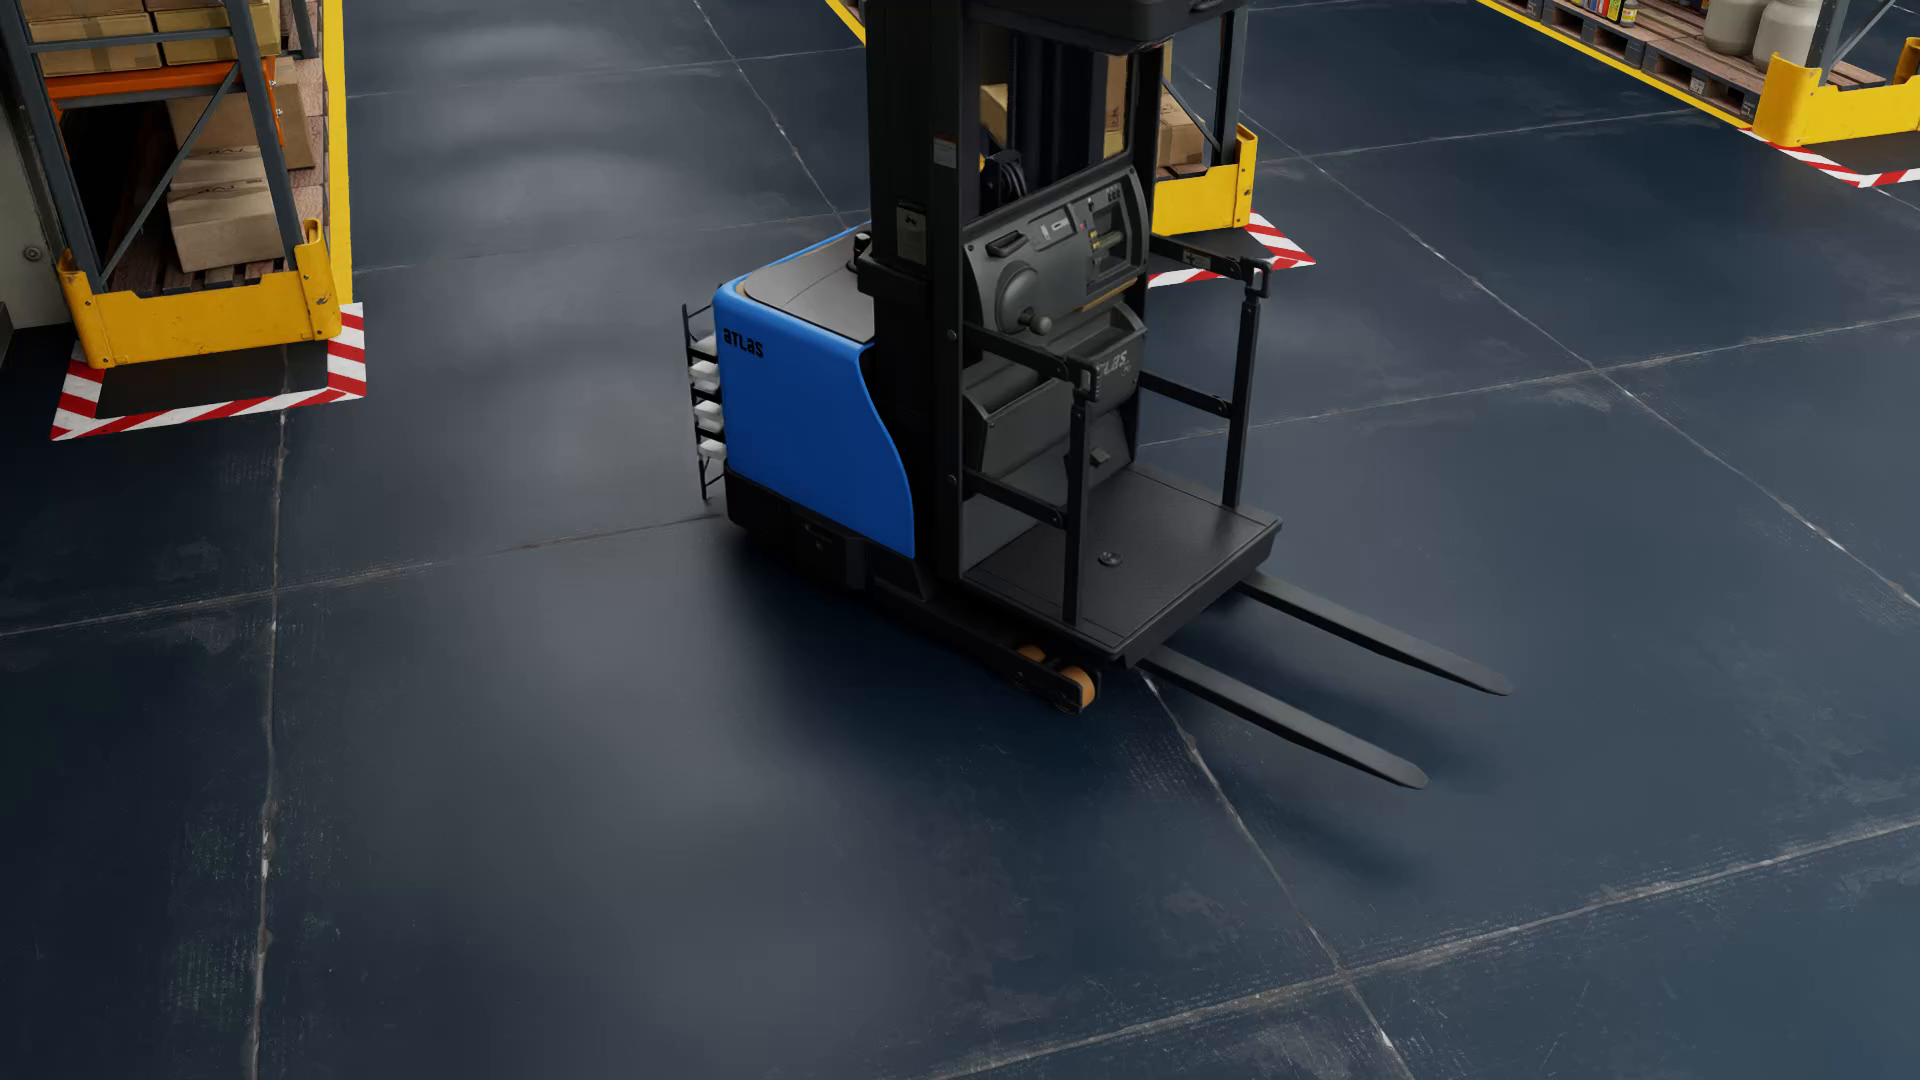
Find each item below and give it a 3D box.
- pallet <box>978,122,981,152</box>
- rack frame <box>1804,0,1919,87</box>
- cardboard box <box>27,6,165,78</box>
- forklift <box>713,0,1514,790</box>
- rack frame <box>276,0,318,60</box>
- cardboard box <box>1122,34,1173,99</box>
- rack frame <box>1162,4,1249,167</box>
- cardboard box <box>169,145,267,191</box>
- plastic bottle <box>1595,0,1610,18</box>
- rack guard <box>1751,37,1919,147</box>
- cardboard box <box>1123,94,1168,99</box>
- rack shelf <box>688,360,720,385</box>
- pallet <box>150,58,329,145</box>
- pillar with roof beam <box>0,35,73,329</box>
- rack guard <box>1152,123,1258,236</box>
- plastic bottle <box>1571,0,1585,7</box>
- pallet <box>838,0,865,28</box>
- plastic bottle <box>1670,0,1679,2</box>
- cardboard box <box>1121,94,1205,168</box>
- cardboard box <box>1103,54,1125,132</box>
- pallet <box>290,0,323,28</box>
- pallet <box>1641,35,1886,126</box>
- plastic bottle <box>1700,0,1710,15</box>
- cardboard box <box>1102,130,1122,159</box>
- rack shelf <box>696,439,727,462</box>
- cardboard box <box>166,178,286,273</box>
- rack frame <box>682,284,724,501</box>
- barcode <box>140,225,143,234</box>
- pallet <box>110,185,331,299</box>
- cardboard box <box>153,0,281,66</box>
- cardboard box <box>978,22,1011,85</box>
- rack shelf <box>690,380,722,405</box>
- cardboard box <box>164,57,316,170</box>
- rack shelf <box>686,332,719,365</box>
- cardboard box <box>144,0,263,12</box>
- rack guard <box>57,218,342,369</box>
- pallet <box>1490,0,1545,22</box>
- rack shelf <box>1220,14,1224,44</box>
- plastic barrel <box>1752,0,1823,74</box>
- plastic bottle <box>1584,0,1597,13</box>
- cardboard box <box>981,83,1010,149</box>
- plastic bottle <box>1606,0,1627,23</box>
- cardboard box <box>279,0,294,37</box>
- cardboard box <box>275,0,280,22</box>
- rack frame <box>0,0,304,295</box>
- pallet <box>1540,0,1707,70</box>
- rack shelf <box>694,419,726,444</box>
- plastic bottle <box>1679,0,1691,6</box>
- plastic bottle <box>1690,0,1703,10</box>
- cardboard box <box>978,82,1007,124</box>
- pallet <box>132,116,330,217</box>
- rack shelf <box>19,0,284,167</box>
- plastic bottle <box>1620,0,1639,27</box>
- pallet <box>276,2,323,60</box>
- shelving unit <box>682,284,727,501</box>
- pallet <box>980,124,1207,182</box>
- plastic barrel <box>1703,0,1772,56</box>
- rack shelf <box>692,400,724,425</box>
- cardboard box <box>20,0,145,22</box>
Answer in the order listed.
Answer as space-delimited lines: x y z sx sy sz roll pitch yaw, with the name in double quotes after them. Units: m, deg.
0.410 -2.919 10.976 1.003 0.211 1.213 -10 35 -15 "pallet"
5.770 -3.879 9.900 1.000 3.000 0.127 -10 35 -15 "rack frame"
-3.992 -2.372 7.737 0.500 0.250 0.500 -10 35 -14 "cardboard box"
0.501 -0.944 5.521 3.031 2.935 1.130 25 41 33 "forklift"
-4.885 -4.314 10.557 1.000 3.000 0.127 -10 35 -15 "rack frame"
0.945 -2.970 9.957 0.500 0.500 0.500 -10 35 -15 "cardboard box"
1.051 -3.048 8.642 1.000 3.000 0.127 -10 35 -15 "rack frame"
-3.964 -1.953 9.024 0.500 0.311 0.500 -7 34 -11 "cardboard box"
4.741 -3.954 12.085 0.152 0.276 0.135 -10 35 -14 "plastic bottle"
5.702 -2.869 10.638 1.175 0.500 0.348 -10 35 -15 "rack guard"
0.944 -2.657 10.164 0.500 0.250 0.500 -10 35 -15 "cardboard box"
-0.933 -0.687 6.705 0.200 0.077 0.258 20 39 29 "rack shelf"
-4.647 -2.803 10.801 1.003 0.211 1.213 -10 35 -15 "pallet"
-0.603 -5.662 7.157 9.100 9.000 0.400 -10 35 -15 "pillar with roof beam"
1.059 -1.993 9.313 1.175 0.500 0.348 -10 35 -15 "rack guard"
4.645 -4.144 12.305 0.144 0.351 0.185 -9 34 -13 "plastic bottle"
-0.431 -4.365 13.165 1.003 0.211 1.213 -10 35 -15 "pallet"
5.378 -4.161 12.403 0.097 0.271 0.097 0 33 0 "plastic bottle"
1.100 -2.395 9.767 0.500 0.250 0.500 -10 35 -15 "cardboard box"
0.604 -2.621 9.428 0.500 0.500 0.500 -10 35 -15 "cardboard box"
-5.500 -4.200 12.915 1.003 0.211 1.213 -10 35 -15 "pallet"
5.459 -3.175 11.364 1.003 0.211 1.213 -10 35 -15 "pallet"
5.482 -3.954 12.152 0.097 0.201 0.097 0 33 0 "plastic bottle"
0.606 -2.308 9.636 0.500 0.250 0.500 -10 35 -15 "cardboard box"
-0.931 -0.386 6.902 0.200 0.077 0.258 20 39 29 "rack shelf"
-3.790 -1.654 8.571 0.500 0.311 0.500 -14 36 -20 "cardboard box"
-1.016 -0.595 6.835 0.006 0.900 0.240 20 39 29 "rack frame"
-4.177 -1.600 8.482 0.001 0.075 0.075 -10 35 -15 "barcode"
-3.902 -1.522 8.862 1.003 0.211 1.213 -10 35 -15 "pallet"
-3.512 -2.469 7.883 0.500 0.250 0.500 -11 35 -16 "cardboard box"
0.285 -3.143 10.219 0.500 0.500 0.500 -10 35 -15 "cardboard box"
-0.933 -0.612 6.755 0.200 0.077 0.258 20 39 29 "rack shelf"
-4.141 -2.425 9.568 0.700 0.500 0.500 -12 35 -18 "cardboard box"
-0.934 -0.762 6.656 0.200 0.077 0.258 20 39 29 "rack shelf"
-3.525 -2.773 7.664 0.500 0.500 0.500 -10 35 -15 "cardboard box"
-3.688 -1.210 8.128 1.175 0.500 0.348 -10 35 -15 "rack guard"
4.715 -4.457 13.303 1.003 0.211 1.213 -10 35 -15 "pallet"
0.441 -3.798 10.430 1.077 0.370 4.000 -10 35 -15 "rack shelf"
5.496 -3.349 10.974 0.421 0.512 0.421 0 33 0 "plastic barrel"
4.699 -4.027 12.195 0.152 0.276 0.135 -11 35 -16 "plastic bottle"
0.442 -2.569 10.030 0.500 0.250 0.500 -10 35 -15 "cardboard box"
4.739 -3.879 11.964 0.061 0.283 0.133 -9 35 -14 "plastic bottle"
-5.126 -3.838 11.705 0.700 0.500 0.500 -9 34 -13 "cardboard box"
-3.684 -2.739 8.292 0.500 0.250 0.500 -11 35 -16 "cardboard box"
-3.665 -2.213 7.379 1.000 3.000 0.127 -10 35 -15 "rack frame"
5.091 -3.815 12.332 1.003 0.211 1.213 -10 35 -15 "pallet"
-0.931 -0.461 6.853 0.200 0.077 0.258 20 39 29 "rack shelf"
5.409 -4.109 12.323 0.097 0.271 0.097 0 33 0 "plastic bottle"
5.462 -4.056 12.232 0.061 0.283 0.133 -9 35 -14 "plastic bottle"
0.288 -2.831 10.427 0.500 0.250 0.500 -10 35 -15 "cardboard box"
-4.271 -2.162 9.830 1.003 0.211 1.213 -10 35 -15 "pallet"
-4.275 -2.963 9.166 1.077 0.370 4.000 -10 35 -15 "rack shelf"
4.792 -3.786 11.898 0.097 0.201 0.097 0 33 0 "plastic bottle"
-5.124 -3.559 11.944 1.003 0.211 1.213 -10 35 -15 "pallet"
-0.932 -0.564 6.786 0.210 0.900 0.258 20 39 29 "shelving unit"
0.778 -2.280 10.008 1.003 0.211 1.213 -10 35 -15 "pallet"
5.343 -3.613 11.372 0.421 0.512 0.421 0 33 0 "plastic barrel"
-0.932 -0.536 6.804 0.200 0.077 0.258 20 39 29 "rack shelf"
-4.011 -2.684 7.528 0.500 0.500 0.500 -10 35 -15 "cardboard box"
